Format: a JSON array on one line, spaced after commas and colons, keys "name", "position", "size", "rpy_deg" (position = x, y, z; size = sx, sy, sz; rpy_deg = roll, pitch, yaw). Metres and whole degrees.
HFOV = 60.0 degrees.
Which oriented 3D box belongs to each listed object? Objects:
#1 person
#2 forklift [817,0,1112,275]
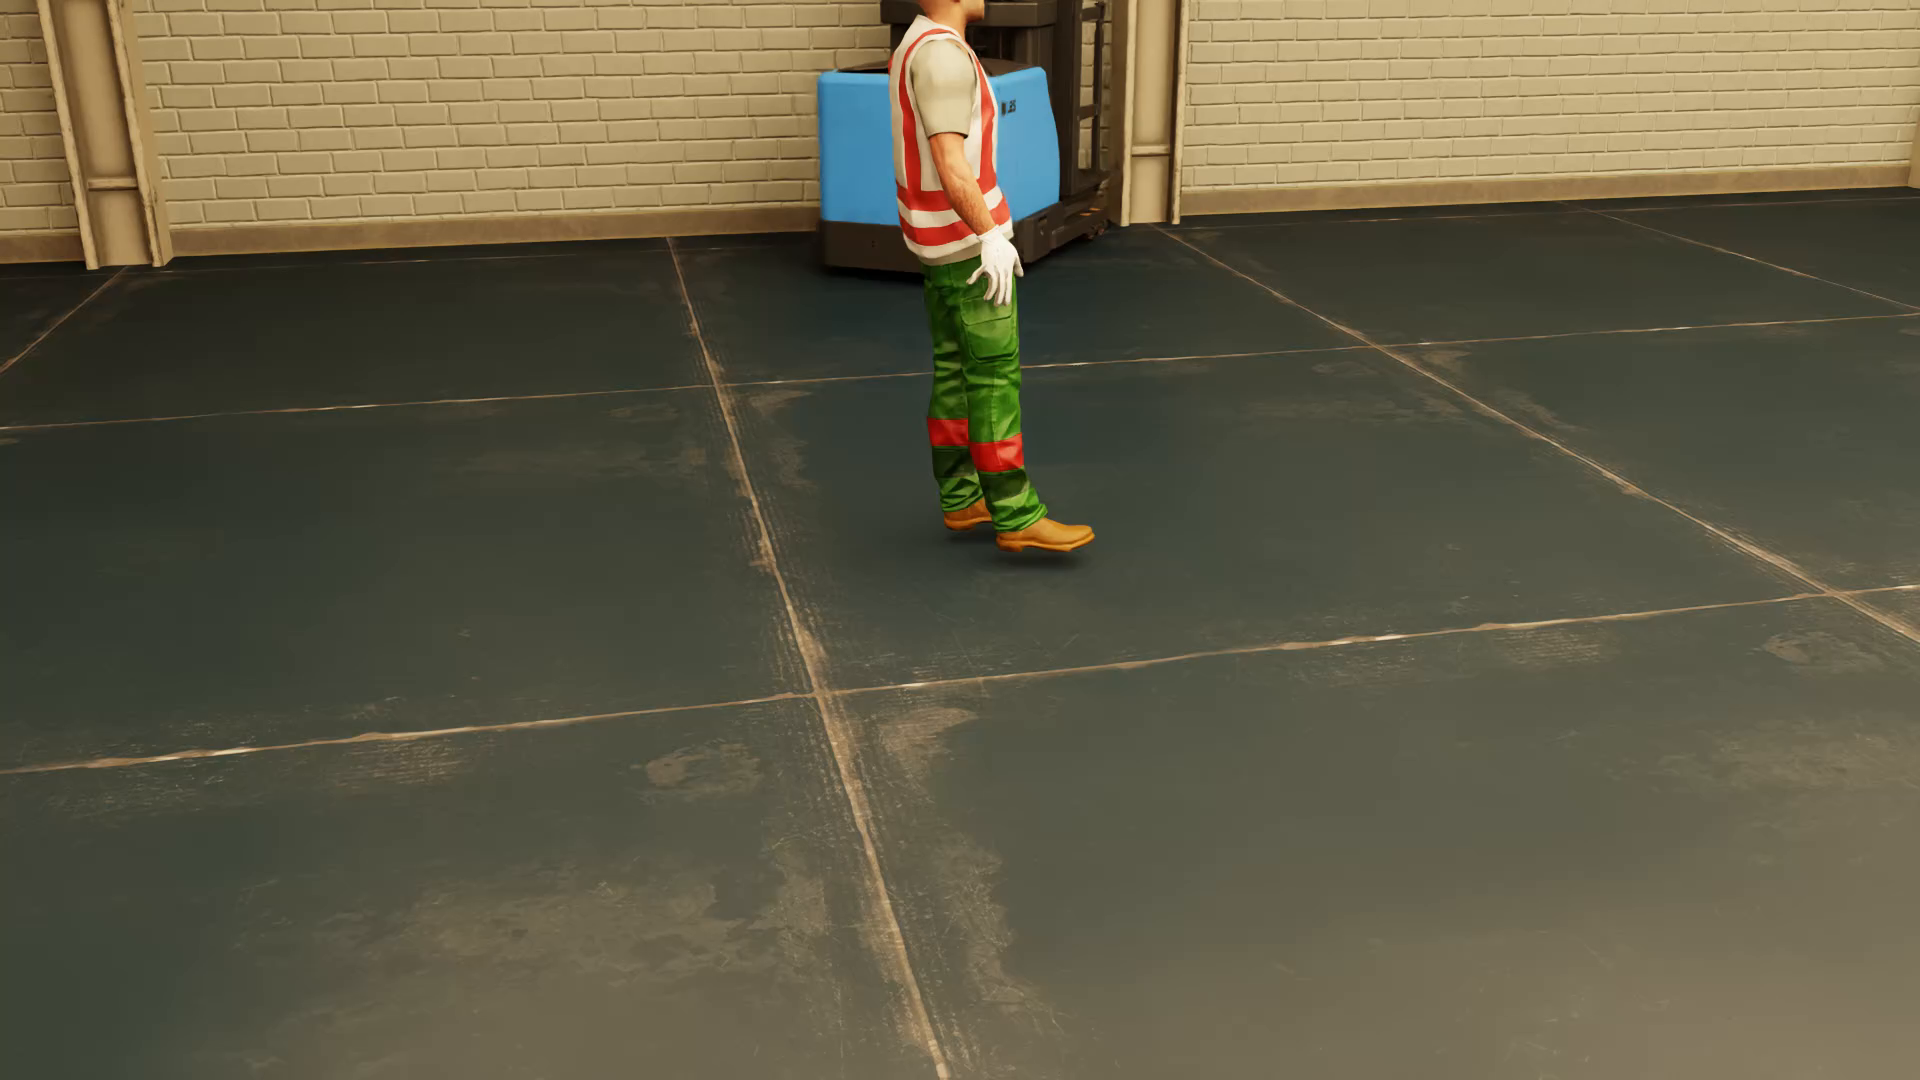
[{"name": "person", "position": [0.081, -0.882, 4.967], "size": [0.564, 1.787, 0.637], "rpy_deg": [-5, 21, -12]}, {"name": "forklift", "position": [0.260, -3.224, 9.624], "size": [1.130, 2.935, 3.031], "rpy_deg": [8, 22, 21]}]
